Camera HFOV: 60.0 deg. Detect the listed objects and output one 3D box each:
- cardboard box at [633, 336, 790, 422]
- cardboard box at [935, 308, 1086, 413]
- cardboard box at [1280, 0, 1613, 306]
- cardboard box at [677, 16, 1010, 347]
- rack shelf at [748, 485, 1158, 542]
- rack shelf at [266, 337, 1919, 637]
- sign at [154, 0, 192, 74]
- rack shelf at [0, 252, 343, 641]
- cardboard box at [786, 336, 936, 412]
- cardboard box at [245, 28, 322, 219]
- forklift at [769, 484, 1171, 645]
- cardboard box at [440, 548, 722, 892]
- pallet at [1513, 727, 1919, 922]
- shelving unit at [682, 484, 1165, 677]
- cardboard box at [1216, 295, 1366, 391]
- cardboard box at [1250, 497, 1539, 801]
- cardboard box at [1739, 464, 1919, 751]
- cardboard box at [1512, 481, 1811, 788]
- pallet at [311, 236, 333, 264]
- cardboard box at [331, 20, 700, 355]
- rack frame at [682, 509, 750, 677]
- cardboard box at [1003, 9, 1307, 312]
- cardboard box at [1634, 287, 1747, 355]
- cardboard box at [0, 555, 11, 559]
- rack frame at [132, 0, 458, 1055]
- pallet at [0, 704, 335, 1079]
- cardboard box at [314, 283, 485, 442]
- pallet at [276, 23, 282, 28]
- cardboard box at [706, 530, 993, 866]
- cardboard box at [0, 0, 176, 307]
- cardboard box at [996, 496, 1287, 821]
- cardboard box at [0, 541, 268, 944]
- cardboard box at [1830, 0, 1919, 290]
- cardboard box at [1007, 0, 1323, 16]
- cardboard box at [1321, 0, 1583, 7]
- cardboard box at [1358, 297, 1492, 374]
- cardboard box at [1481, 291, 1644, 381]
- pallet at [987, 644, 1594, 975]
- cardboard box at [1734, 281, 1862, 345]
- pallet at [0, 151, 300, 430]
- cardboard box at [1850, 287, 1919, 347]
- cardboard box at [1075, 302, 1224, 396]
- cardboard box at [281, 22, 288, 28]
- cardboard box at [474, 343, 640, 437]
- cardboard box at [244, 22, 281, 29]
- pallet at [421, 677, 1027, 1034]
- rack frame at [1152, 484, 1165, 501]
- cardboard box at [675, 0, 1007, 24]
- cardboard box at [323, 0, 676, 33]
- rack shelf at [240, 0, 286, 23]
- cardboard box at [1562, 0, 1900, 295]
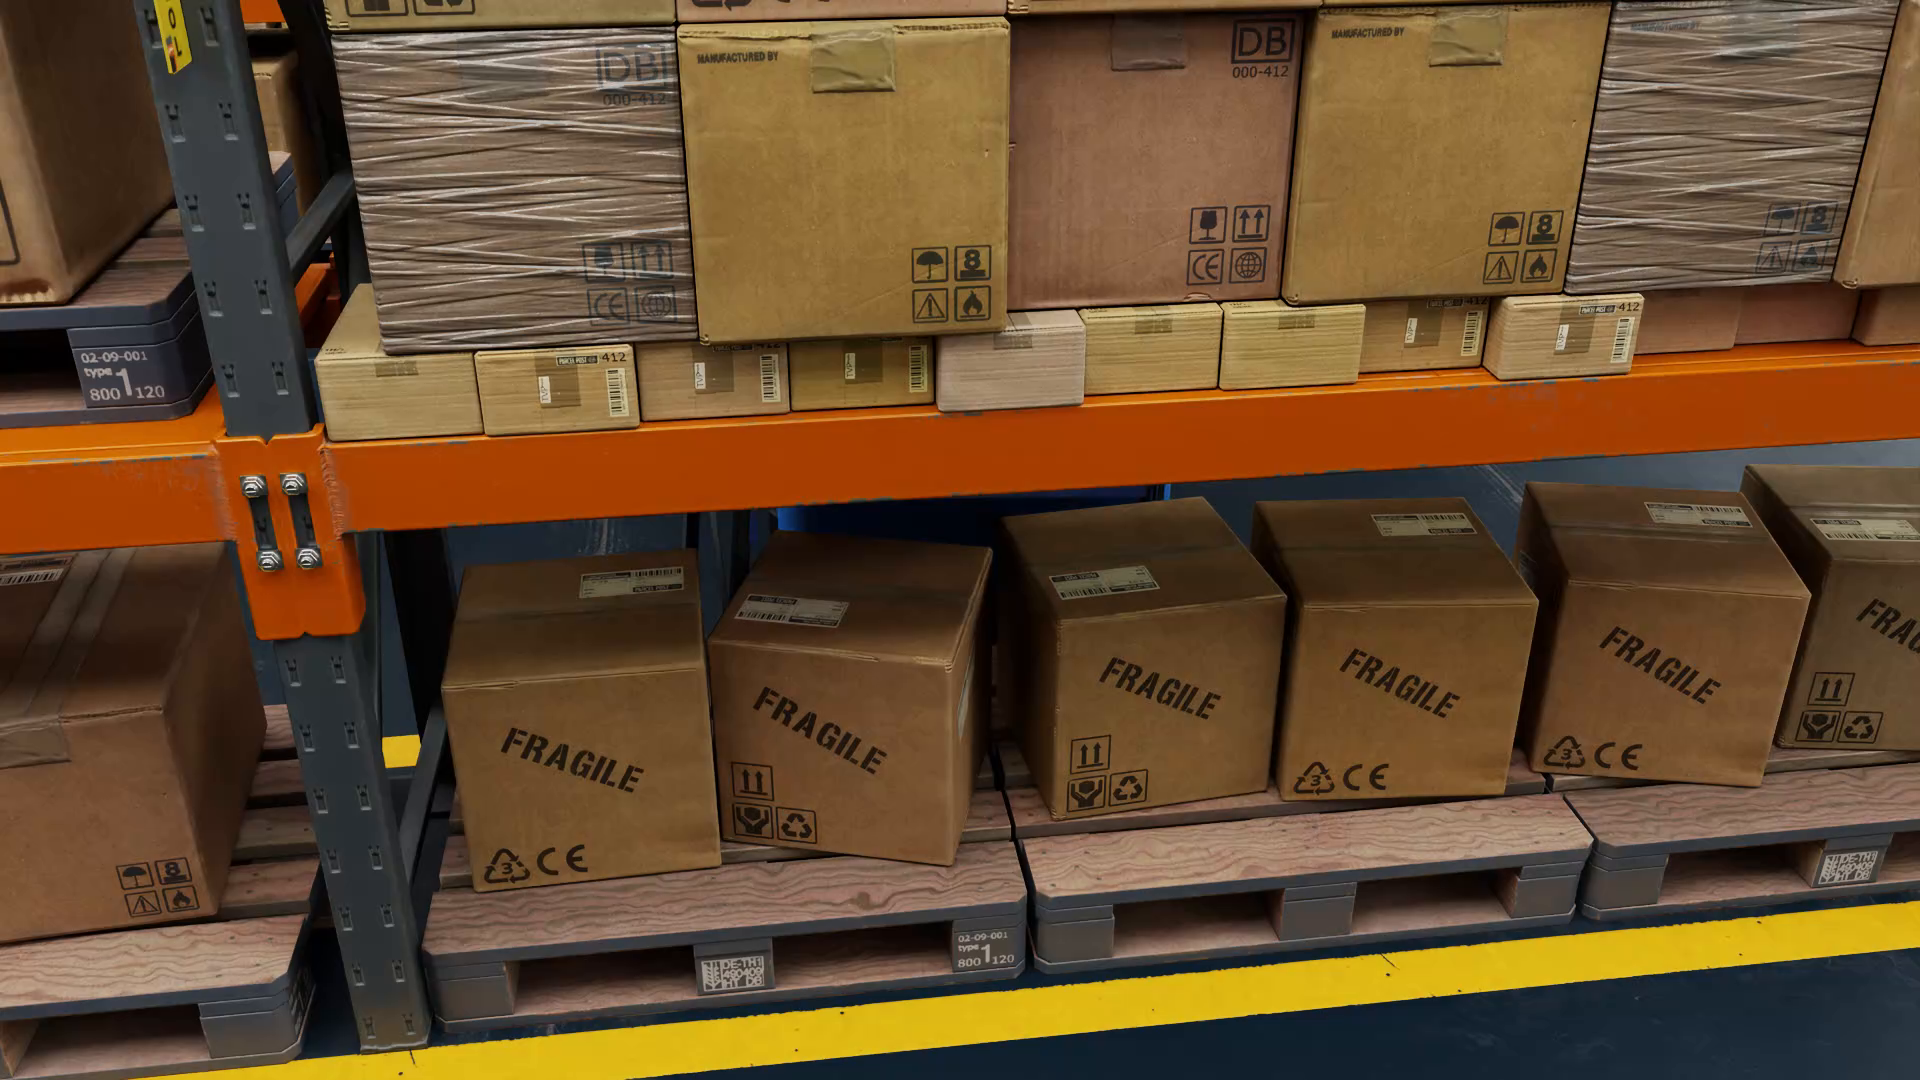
[{"bbox_3d":[-0.437,-0.354,2.930,0.250,0.149,0.380,-4,27,-7],"label":"cardboard box"},{"bbox_3d":[0.062,-0.372,2.964,0.250,0.149,0.380,-4,27,-7],"label":"cardboard box"},{"bbox_3d":[0.751,-0.834,3.154,0.500,0.500,0.875,-4,27,-7],"label":"cardboard box"},{"bbox_3d":[-0.231,-0.743,2.978,0.500,0.500,0.875,-4,27,-7],"label":"cardboard box"},{"bbox_3d":[-0.088,-0.153,4.010,1.000,0.185,0.538,-1,14,-23],"label":"rack shelf"},{"bbox_3d":[0.795,-0.357,3.448,4.000,0.370,1.077,-4,27,-7],"label":"rack shelf"},{"bbox_3d":[-1.104,-0.814,2.283,0.005,0.325,0.100,-4,27,-7],"label":"sign"},{"bbox_3d":[-3.166,-0.103,2.952,4.000,0.370,1.077,-4,27,-7],"label":"rack shelf"},{"bbox_3d":[-0.191,-0.375,2.969,0.250,0.149,0.380,-4,27,-7],"label":"cardboard box"},{"bbox_3d":[-3.334,-1.845,7.564,0.750,0.750,1.050,-4,27,-7],"label":"cardboard box"},{"bbox_3d":[-0.030,-1.589,5.136,1.130,2.935,3.031,-1,27,-2],"label":"forklift"},{"bbox_3d":[-0.784,0.368,3.525,0.500,0.500,0.500,-4,28,-9],"label":"cardboard box"},{"bbox_3d":[1.891,0.477,4.090,1.213,0.211,1.003,-4,27,-7],"label":"pallet"},{"bbox_3d":[-0.075,-0.328,3.971,1.048,1.500,0.538,-1,14,-23],"label":"shelving unit"},{"bbox_3d":[0.553,-0.417,3.053,0.250,0.149,0.380,-4,27,-7],"label":"cardboard box"},{"bbox_3d":[0.945,0.238,3.779,0.500,0.500,0.500,-1,27,-2],"label":"cardboard box"},{"bbox_3d":[2.155,0.153,3.944,0.500,0.500,0.500,1,27,2],"label":"cardboard box"},{"bbox_3d":[1.568,0.207,3.840,0.500,0.500,0.500,3,27,6],"label":"cardboard box"},{"bbox_3d":[-2.530,-1.475,7.893,1.213,0.211,1.003,-4,27,-7],"label":"pallet"},{"bbox_3d":[-0.731,-0.727,2.947,0.500,0.500,0.875,-4,27,-7],"label":"cardboard box"},{"bbox_3d":[-0.543,-0.320,3.774,0.032,1.500,0.500,-1,14,-23],"label":"rack frame"},{"bbox_3d":[0.250,-0.821,3.128,0.500,0.500,0.875,-4,27,-7],"label":"cardboard box"},{"bbox_3d":[1.287,-0.494,3.203,0.250,0.149,0.380,-4,27,-7],"label":"cardboard box"},{"bbox_3d":[-2.271,0.418,3.407,0.500,0.500,0.700,-4,27,-7],"label":"cardboard box"},{"bbox_3d":[-1.185,-0.550,3.036,0.127,3.000,1.000,-4,27,-7],"label":"rack frame"},{"bbox_3d":[-1.956,0.741,3.575,1.213,0.211,1.003,-4,27,-7],"label":"pallet"},{"bbox_3d":[-0.930,-0.316,2.855,0.250,0.149,0.380,-4,27,-7],"label":"cardboard box"},{"bbox_3d":[-4.547,-3.660,12.152,1.213,0.211,1.003,-4,27,-7],"label":"pallet"},{"bbox_3d":[-0.217,0.328,3.603,0.500,0.500,0.500,5,28,9],"label":"cardboard box"},{"bbox_3d":[-1.991,-1.016,2.828,1.000,1.000,1.000,-3,27,-7],"label":"cardboard box"},{"bbox_3d":[0.386,0.253,3.749,0.500,0.500,0.500,-6,28,-12],"label":"cardboard box"},{"bbox_3d":[-1.796,0.396,3.449,0.500,0.500,0.700,-6,28,-11],"label":"cardboard box"},{"bbox_3d":[1.749,-0.873,3.230,0.500,0.500,0.875,-4,27,-7],"label":"cardboard box"},{"bbox_3d":[0.286,-1.149,2.674,0.500,0.500,0.500,-4,27,-7],"label":"cardboard box"},{"bbox_3d":[0.779,-1.186,2.745,0.500,0.500,0.500,-4,27,-7],"label":"cardboard box"},{"bbox_3d":[0.794,-0.454,3.124,0.250,0.149,0.380,-4,27,-7],"label":"cardboard box"},{"bbox_3d":[1.052,-0.438,3.094,0.250,0.149,0.380,-4,27,-7],"label":"cardboard box"},{"bbox_3d":[0.686,0.553,3.941,1.213,0.211,1.003,-4,27,-7],"label":"pallet"},{"bbox_3d":[1.531,-0.520,3.253,0.250,0.149,0.380,-4,27,-7],"label":"cardboard box"},{"bbox_3d":[-1.962,-0.482,3.113,1.213,0.211,1.003,-4,27,-7],"label":"pallet"},{"bbox_3d":[1.785,-0.517,3.248,0.250,0.149,0.380,-4,27,-7],"label":"cardboard box"},{"bbox_3d":[0.304,-0.407,3.032,0.250,0.149,0.380,-4,27,-7],"label":"cardboard box"},{"bbox_3d":[-4.485,-3.921,12.024,0.625,0.372,0.950,-3,27,-5],"label":"cardboard box"},{"bbox_3d":[-0.681,-0.326,2.875,0.250,0.149,0.380,-4,27,-7],"label":"cardboard box"},{"bbox_3d":[-5.236,-3.875,11.935,0.625,0.372,0.950,-4,27,-8],"label":"cardboard box"},{"bbox_3d":[-0.525,0.632,3.787,1.213,0.211,1.003,-4,27,-7],"label":"pallet"},{"bbox_3d":[0.394,-0.336,4.167,0.032,1.500,0.500,-1,14,-23],"label":"rack frame"},{"bbox_3d":[-0.209,-1.118,2.612,0.500,0.500,0.500,-4,27,-7],"label":"cardboard box"},{"bbox_3d":[-0.704,-1.085,2.549,0.500,0.500,0.500,-4,27,-7],"label":"cardboard box"},{"bbox_3d":[-3.757,-2.351,7.335,4.000,0.370,1.077,-4,27,-7],"label":"rack shelf"},{"bbox_3d":[1.248,-0.860,3.206,0.500,0.500,0.875,-4,27,-7],"label":"cardboard box"}]
